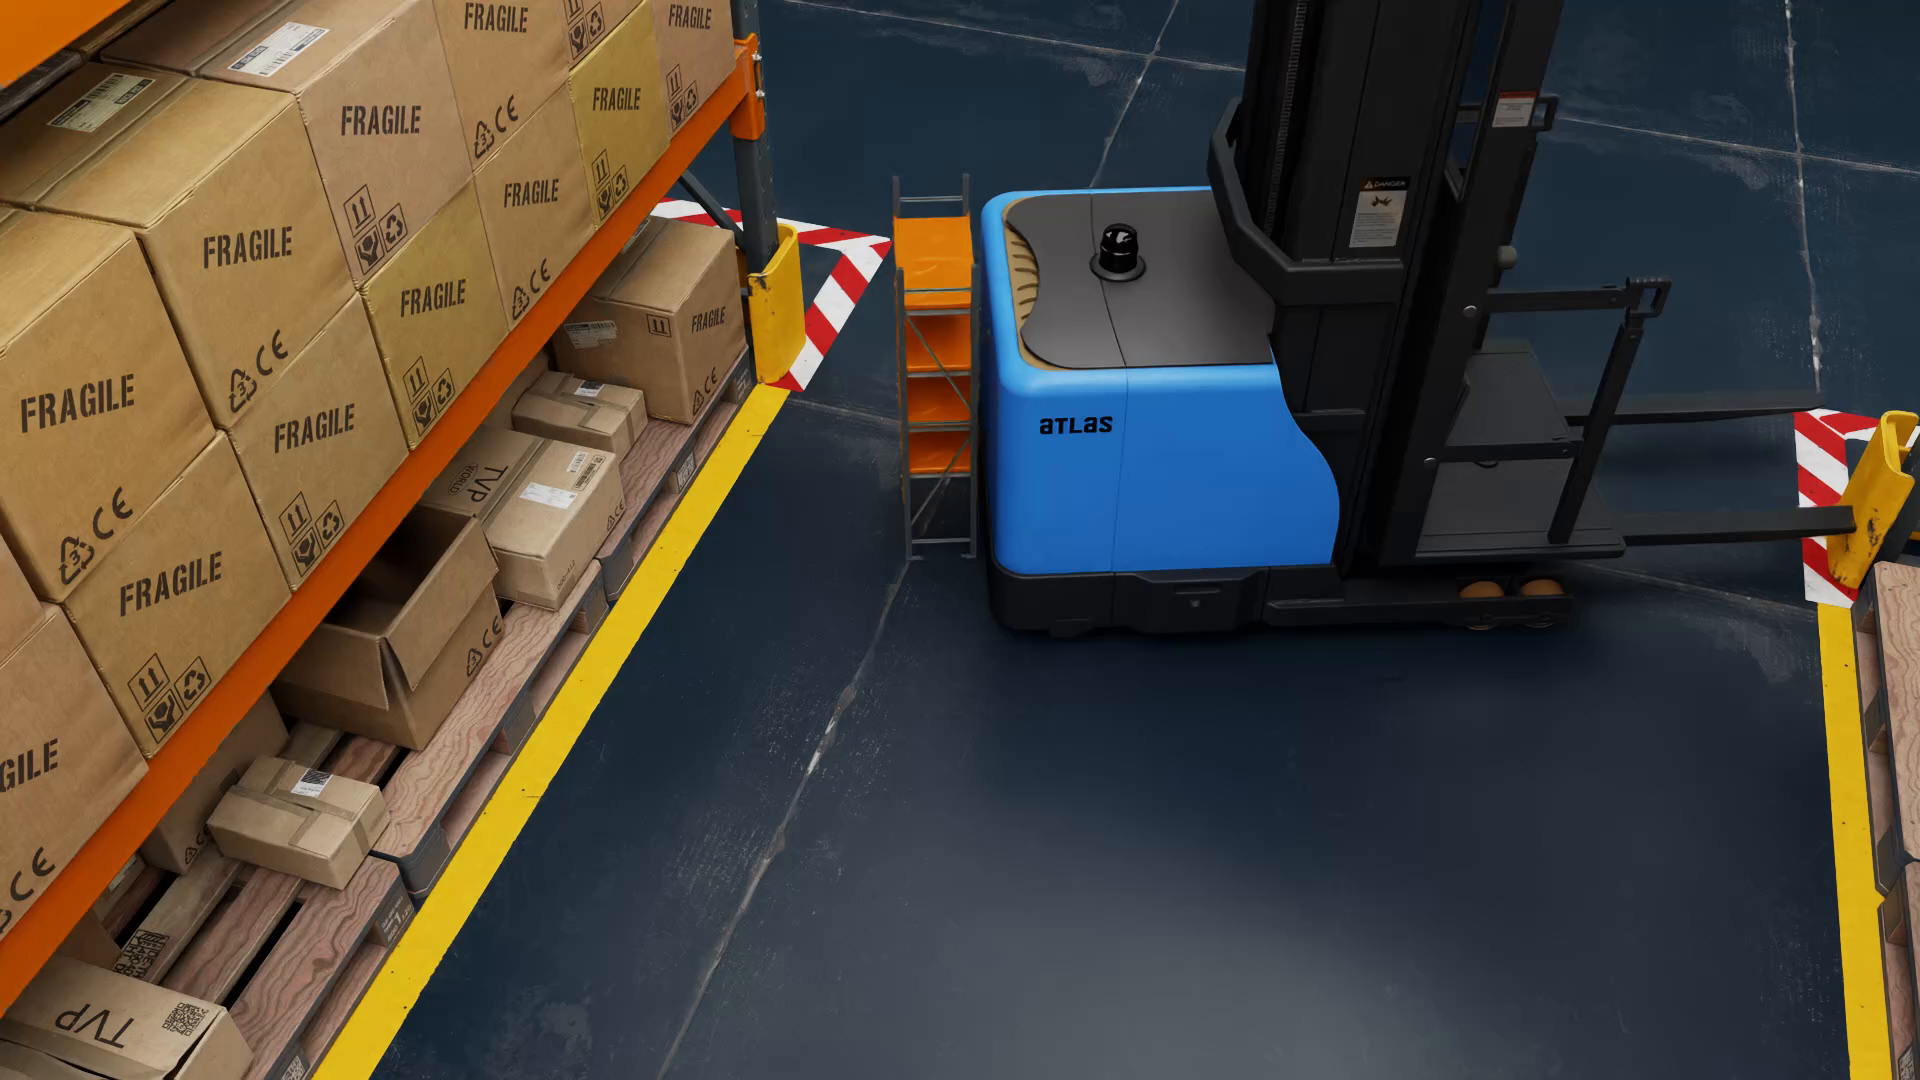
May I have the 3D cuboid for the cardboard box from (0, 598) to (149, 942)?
[{"bbox_3d":[-1.973,0.401,3.124,0.500,0.500,0.500,14,46,14],"label":"cardboard box"}]

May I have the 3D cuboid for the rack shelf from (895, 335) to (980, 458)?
[{"bbox_3d":[-0.078,-0.490,5.489,0.258,0.148,0.480,-2,44,-2],"label":"rack shelf"}]

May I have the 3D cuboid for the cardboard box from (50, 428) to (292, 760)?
[{"bbox_3d":[-1.821,0.059,3.473,0.500,0.500,0.500,13,46,13],"label":"cardboard box"}]

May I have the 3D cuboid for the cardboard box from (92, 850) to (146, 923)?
[{"bbox_3d":[-2.428,0.878,4.432,0.380,0.149,0.250,13,46,13],"label":"cardboard box"}]

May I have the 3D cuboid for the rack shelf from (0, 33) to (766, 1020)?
[{"bbox_3d":[-1.781,-0.357,4.485,1.077,0.370,4.000,13,46,13],"label":"rack shelf"}]

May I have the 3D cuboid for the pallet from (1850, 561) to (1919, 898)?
[{"bbox_3d":[3.257,0.642,4.943,1.003,0.211,1.213,13,46,13],"label":"pallet"}]

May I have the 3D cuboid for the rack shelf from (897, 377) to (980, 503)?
[{"bbox_3d":[-0.077,-0.348,5.628,0.258,0.148,0.480,-2,44,-2],"label":"rack shelf"}]

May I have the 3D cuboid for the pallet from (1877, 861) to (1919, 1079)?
[{"bbox_3d":[2.886,1.453,4.114,1.003,0.211,1.213,13,46,13],"label":"pallet"}]

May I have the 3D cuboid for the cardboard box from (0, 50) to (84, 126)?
[{"bbox_3d":[-2.175,-0.744,3.579,0.500,0.500,0.500,13,46,13],"label":"cardboard box"}]

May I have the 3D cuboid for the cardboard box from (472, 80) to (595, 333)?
[{"bbox_3d":[-1.362,-0.949,4.504,0.500,0.500,0.500,13,46,13],"label":"cardboard box"}]

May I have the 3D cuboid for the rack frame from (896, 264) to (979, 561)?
[{"bbox_3d":[-0.065,-0.368,5.268,0.240,1.200,0.015,-2,44,-2],"label":"rack frame"}]

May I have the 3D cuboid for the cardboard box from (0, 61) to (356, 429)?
[{"bbox_3d":[-1.664,-0.615,3.448,0.500,0.500,0.500,11,46,11],"label":"cardboard box"}]

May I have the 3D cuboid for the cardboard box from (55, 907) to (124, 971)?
[{"bbox_3d":[-2.485,1.015,4.041,0.500,0.500,0.500,13,46,13],"label":"cardboard box"}]

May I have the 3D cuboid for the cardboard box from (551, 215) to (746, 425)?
[{"bbox_3d":[-1.106,-0.797,5.892,0.500,0.500,0.500,13,46,13],"label":"cardboard box"}]

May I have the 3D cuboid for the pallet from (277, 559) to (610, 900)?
[{"bbox_3d":[-1.811,0.442,5.147,1.003,0.211,1.213,13,46,13],"label":"pallet"}]

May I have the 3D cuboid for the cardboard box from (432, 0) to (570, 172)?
[{"bbox_3d":[-1.353,-1.302,4.150,0.500,0.500,0.500,14,46,14],"label":"cardboard box"}]

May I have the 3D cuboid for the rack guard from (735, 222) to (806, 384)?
[{"bbox_3d":[-1.199,-1.003,6.418,1.175,0.500,0.348,13,46,13],"label":"rack guard"}]

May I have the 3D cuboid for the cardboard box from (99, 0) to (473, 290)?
[{"bbox_3d":[-1.509,-0.960,3.800,0.500,0.500,0.500,14,46,14],"label":"cardboard box"}]

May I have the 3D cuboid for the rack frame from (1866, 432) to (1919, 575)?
[{"bbox_3d":[3.544,-0.896,4.521,1.000,3.000,0.127,13,46,13],"label":"rack frame"}]

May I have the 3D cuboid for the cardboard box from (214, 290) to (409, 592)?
[{"bbox_3d":[-1.667,-0.274,3.814,0.500,0.500,0.500,12,46,12],"label":"cardboard box"}]

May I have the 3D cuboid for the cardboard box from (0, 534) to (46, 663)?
[{"bbox_3d":[-1.976,0.071,2.746,0.500,0.500,0.500,14,46,14],"label":"cardboard box"}]

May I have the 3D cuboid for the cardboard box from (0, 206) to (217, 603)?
[{"bbox_3d":[-1.820,-0.273,3.098,0.500,0.500,0.500,11,45,11],"label":"cardboard box"}]

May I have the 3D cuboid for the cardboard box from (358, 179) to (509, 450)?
[{"bbox_3d":[-1.515,-0.613,4.160,0.500,0.500,0.500,12,46,12],"label":"cardboard box"}]

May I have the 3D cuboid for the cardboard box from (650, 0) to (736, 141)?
[{"bbox_3d":[-1.052,-1.627,5.196,0.500,0.500,0.500,14,46,14],"label":"cardboard box"}]

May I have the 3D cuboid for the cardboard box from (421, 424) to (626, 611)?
[{"bbox_3d":[-1.422,-0.080,5.339,0.500,0.250,0.500,13,46,13],"label":"cardboard box"}]

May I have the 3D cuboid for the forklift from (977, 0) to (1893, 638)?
[{"bbox_3d":[1.590,-1.124,4.803,3.031,2.935,1.130,-2,44,-2],"label":"forklift"}]

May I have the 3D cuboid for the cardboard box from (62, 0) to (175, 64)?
[{"bbox_3d":[-2.022,-1.079,3.922,0.500,0.500,0.500,12,46,12],"label":"cardboard box"}]

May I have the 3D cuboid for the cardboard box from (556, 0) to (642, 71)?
[{"bbox_3d":[-1.201,-1.649,4.504,0.500,0.500,0.500,14,46,14],"label":"cardboard box"}]

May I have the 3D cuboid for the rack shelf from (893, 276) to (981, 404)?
[{"bbox_3d":[-0.078,-0.650,5.332,0.258,0.148,0.480,-2,44,-2],"label":"rack shelf"}]

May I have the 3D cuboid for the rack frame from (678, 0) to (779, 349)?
[{"bbox_3d":[-1.176,-1.947,5.595,1.000,3.000,0.127,13,46,13],"label":"rack frame"}]

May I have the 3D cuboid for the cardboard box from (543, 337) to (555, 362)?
[{"bbox_3d":[-1.706,-0.719,6.051,0.380,0.166,0.250,13,46,13],"label":"cardboard box"}]

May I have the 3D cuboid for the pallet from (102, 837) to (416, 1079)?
[{"bbox_3d":[-2.178,1.258,4.314,1.003,0.211,1.213,13,46,13],"label":"pallet"}]

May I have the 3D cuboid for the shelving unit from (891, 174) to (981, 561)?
[{"bbox_3d":[-0.078,-0.538,5.442,0.258,1.200,0.503,-2,44,-2],"label":"shelving unit"}]

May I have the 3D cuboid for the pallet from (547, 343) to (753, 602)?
[{"bbox_3d":[-1.439,-0.368,5.976,1.003,0.211,1.213,13,46,13],"label":"pallet"}]

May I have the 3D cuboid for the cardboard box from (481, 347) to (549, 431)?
[{"bbox_3d":[-1.762,-0.486,5.754,0.500,0.250,0.500,13,46,13],"label":"cardboard box"}]

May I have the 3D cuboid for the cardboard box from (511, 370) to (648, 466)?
[{"bbox_3d":[-1.314,-0.427,5.752,0.380,0.166,0.250,13,46,13],"label":"cardboard box"}]

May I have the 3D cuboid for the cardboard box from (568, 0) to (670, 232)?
[{"bbox_3d":[-1.206,-1.280,4.842,0.500,0.500,0.500,13,46,13],"label":"cardboard box"}]

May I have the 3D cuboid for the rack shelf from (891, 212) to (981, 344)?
[{"bbox_3d":[-0.078,-0.819,5.167,0.258,0.148,0.480,-2,44,-2],"label":"rack shelf"}]

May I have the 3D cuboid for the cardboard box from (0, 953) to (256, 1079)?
[{"bbox_3d":[-2.054,1.289,3.896,0.500,0.311,0.500,13,46,13],"label":"cardboard box"}]

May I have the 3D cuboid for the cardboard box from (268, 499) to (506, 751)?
[{"bbox_3d":[-1.823,0.200,4.871,0.797,0.503,0.637,13,46,13],"label":"cardboard box"}]

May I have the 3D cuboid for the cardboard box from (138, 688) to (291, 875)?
[{"bbox_3d":[-2.258,0.583,4.618,0.500,0.311,0.500,13,46,13],"label":"cardboard box"}]

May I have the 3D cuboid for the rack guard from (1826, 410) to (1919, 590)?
[{"bbox_3d":[3.539,-0.021,5.414,1.175,0.500,0.348,13,46,13],"label":"rack guard"}]

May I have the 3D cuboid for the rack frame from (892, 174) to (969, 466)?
[{"bbox_3d":[-0.091,-0.708,5.616,0.240,1.200,0.015,-2,44,-2],"label":"rack frame"}]

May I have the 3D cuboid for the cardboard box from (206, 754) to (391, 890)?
[{"bbox_3d":[-1.801,0.762,4.538,0.380,0.166,0.250,13,46,13],"label":"cardboard box"}]
